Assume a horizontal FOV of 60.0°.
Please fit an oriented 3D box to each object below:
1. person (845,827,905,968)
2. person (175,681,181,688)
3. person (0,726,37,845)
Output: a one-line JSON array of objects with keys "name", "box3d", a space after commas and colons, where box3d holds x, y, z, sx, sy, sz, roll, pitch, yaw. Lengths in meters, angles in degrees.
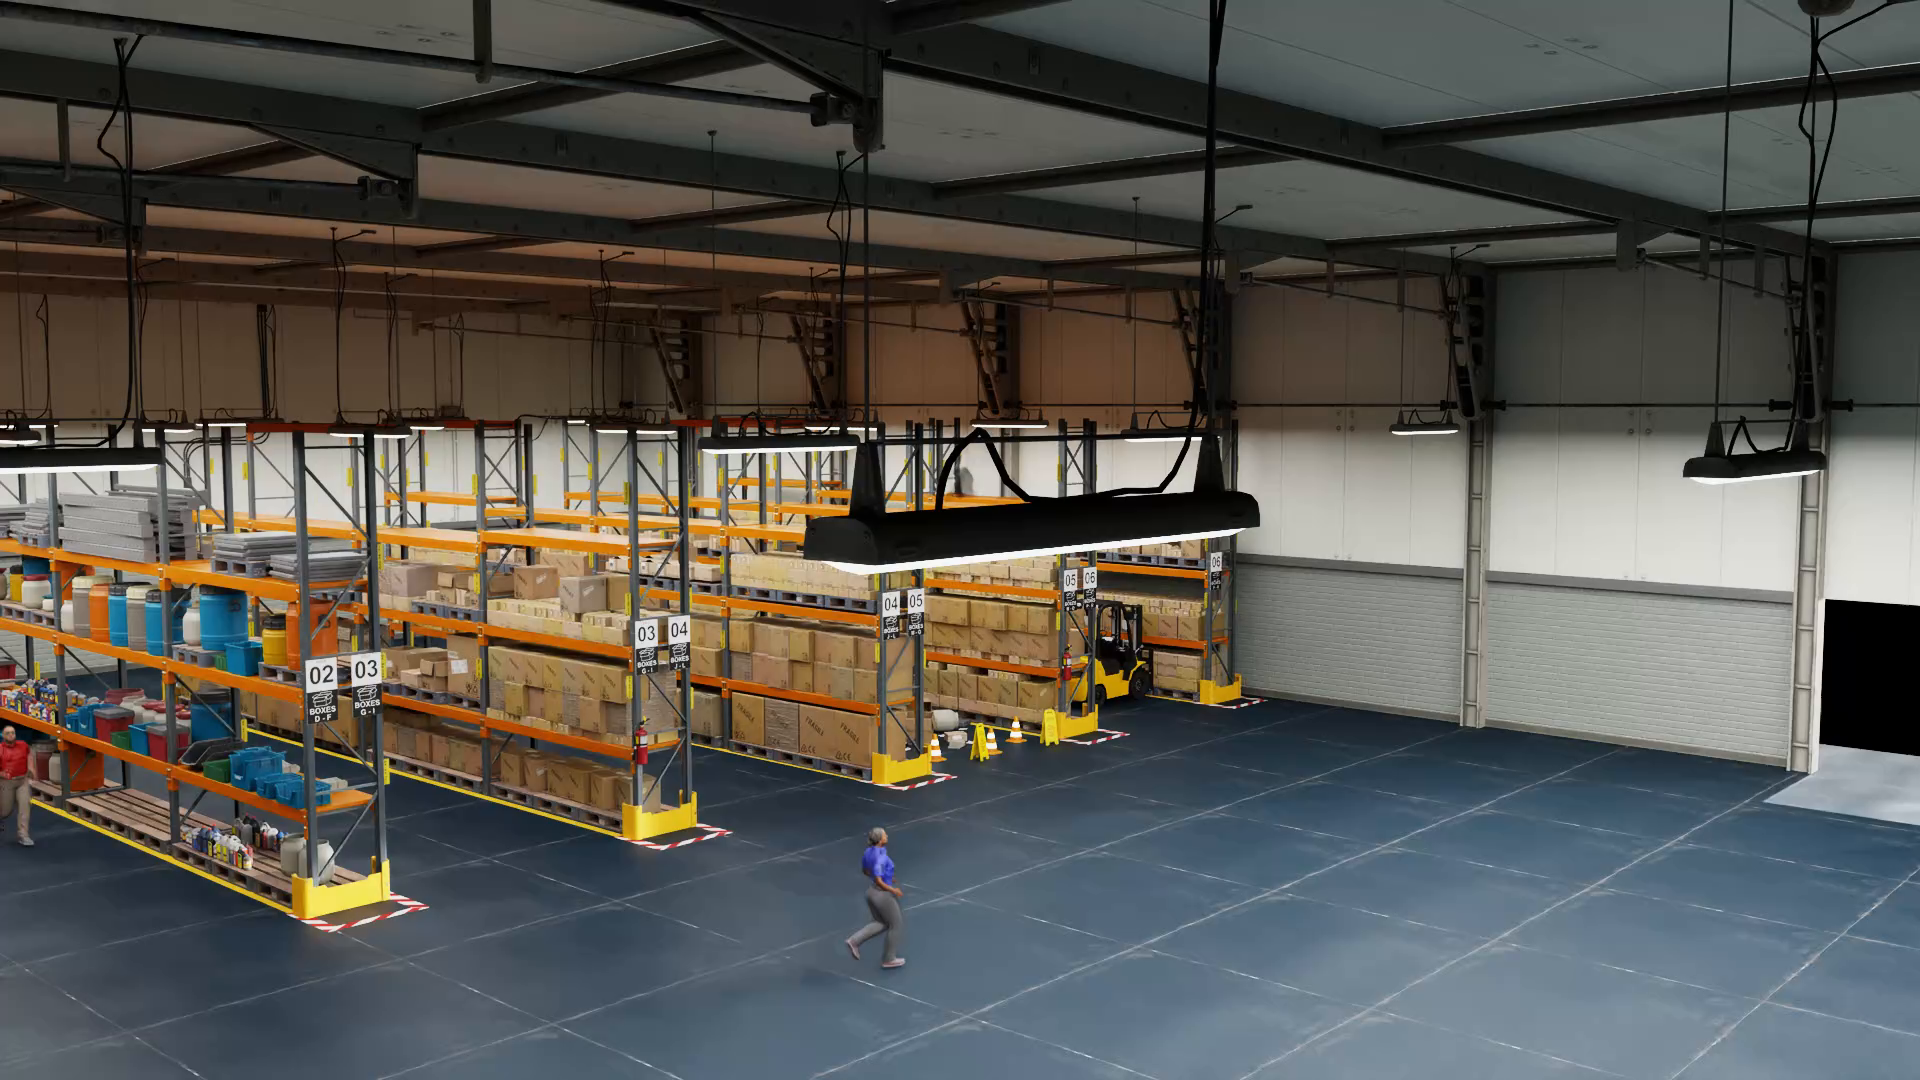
[{"name": "person", "box3d": [-0.928, 4.005, 18.603, 0.687, 1.607, 0.580, -2, 5, -26]}, {"name": "person", "box3d": [-16.810, 2.465, 36.516, 0.865, 1.816, 0.686, -3, 5, -32]}, {"name": "person", "box3d": [-13.652, 3.518, 23.986, 0.992, 1.693, 0.678, 4, 6, 42]}]
